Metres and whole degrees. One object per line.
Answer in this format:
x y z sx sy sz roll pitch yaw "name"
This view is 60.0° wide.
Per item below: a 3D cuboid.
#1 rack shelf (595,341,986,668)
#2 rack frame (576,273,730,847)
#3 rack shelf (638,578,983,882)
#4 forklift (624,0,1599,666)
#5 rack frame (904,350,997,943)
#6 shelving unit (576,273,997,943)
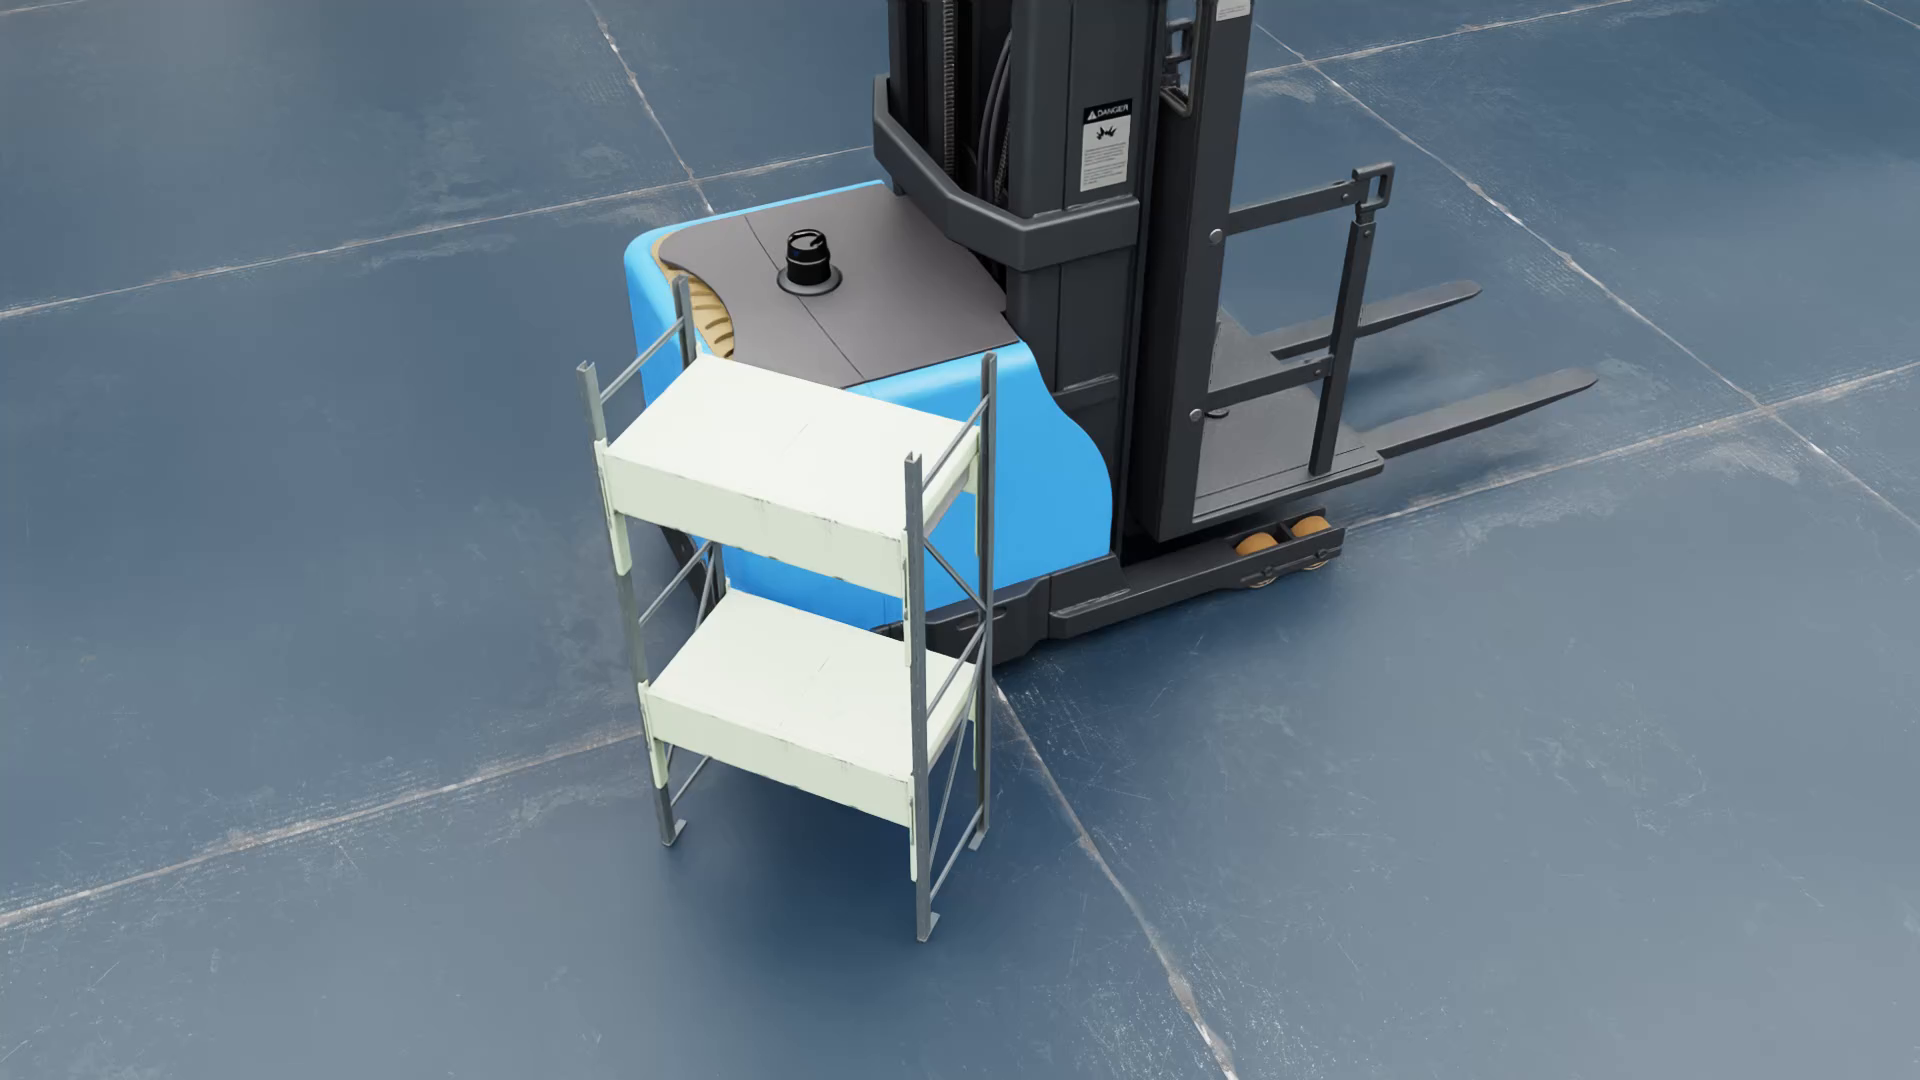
-0.349 -0.090 3.606 0.720 0.370 0.431 16 43 18 "rack shelf"
-0.683 0.108 3.974 0.023 1.500 0.400 16 43 18 "rack frame"
-0.349 0.453 4.073 0.720 0.370 0.431 16 43 18 "rack shelf"
0.619 -1.262 4.470 3.031 2.935 1.130 -17 43 -19 "forklift"
-0.014 0.303 3.748 0.023 1.500 0.400 16 43 18 "rack frame"
-0.349 0.205 3.861 0.755 1.500 0.431 16 43 18 "shelving unit"
